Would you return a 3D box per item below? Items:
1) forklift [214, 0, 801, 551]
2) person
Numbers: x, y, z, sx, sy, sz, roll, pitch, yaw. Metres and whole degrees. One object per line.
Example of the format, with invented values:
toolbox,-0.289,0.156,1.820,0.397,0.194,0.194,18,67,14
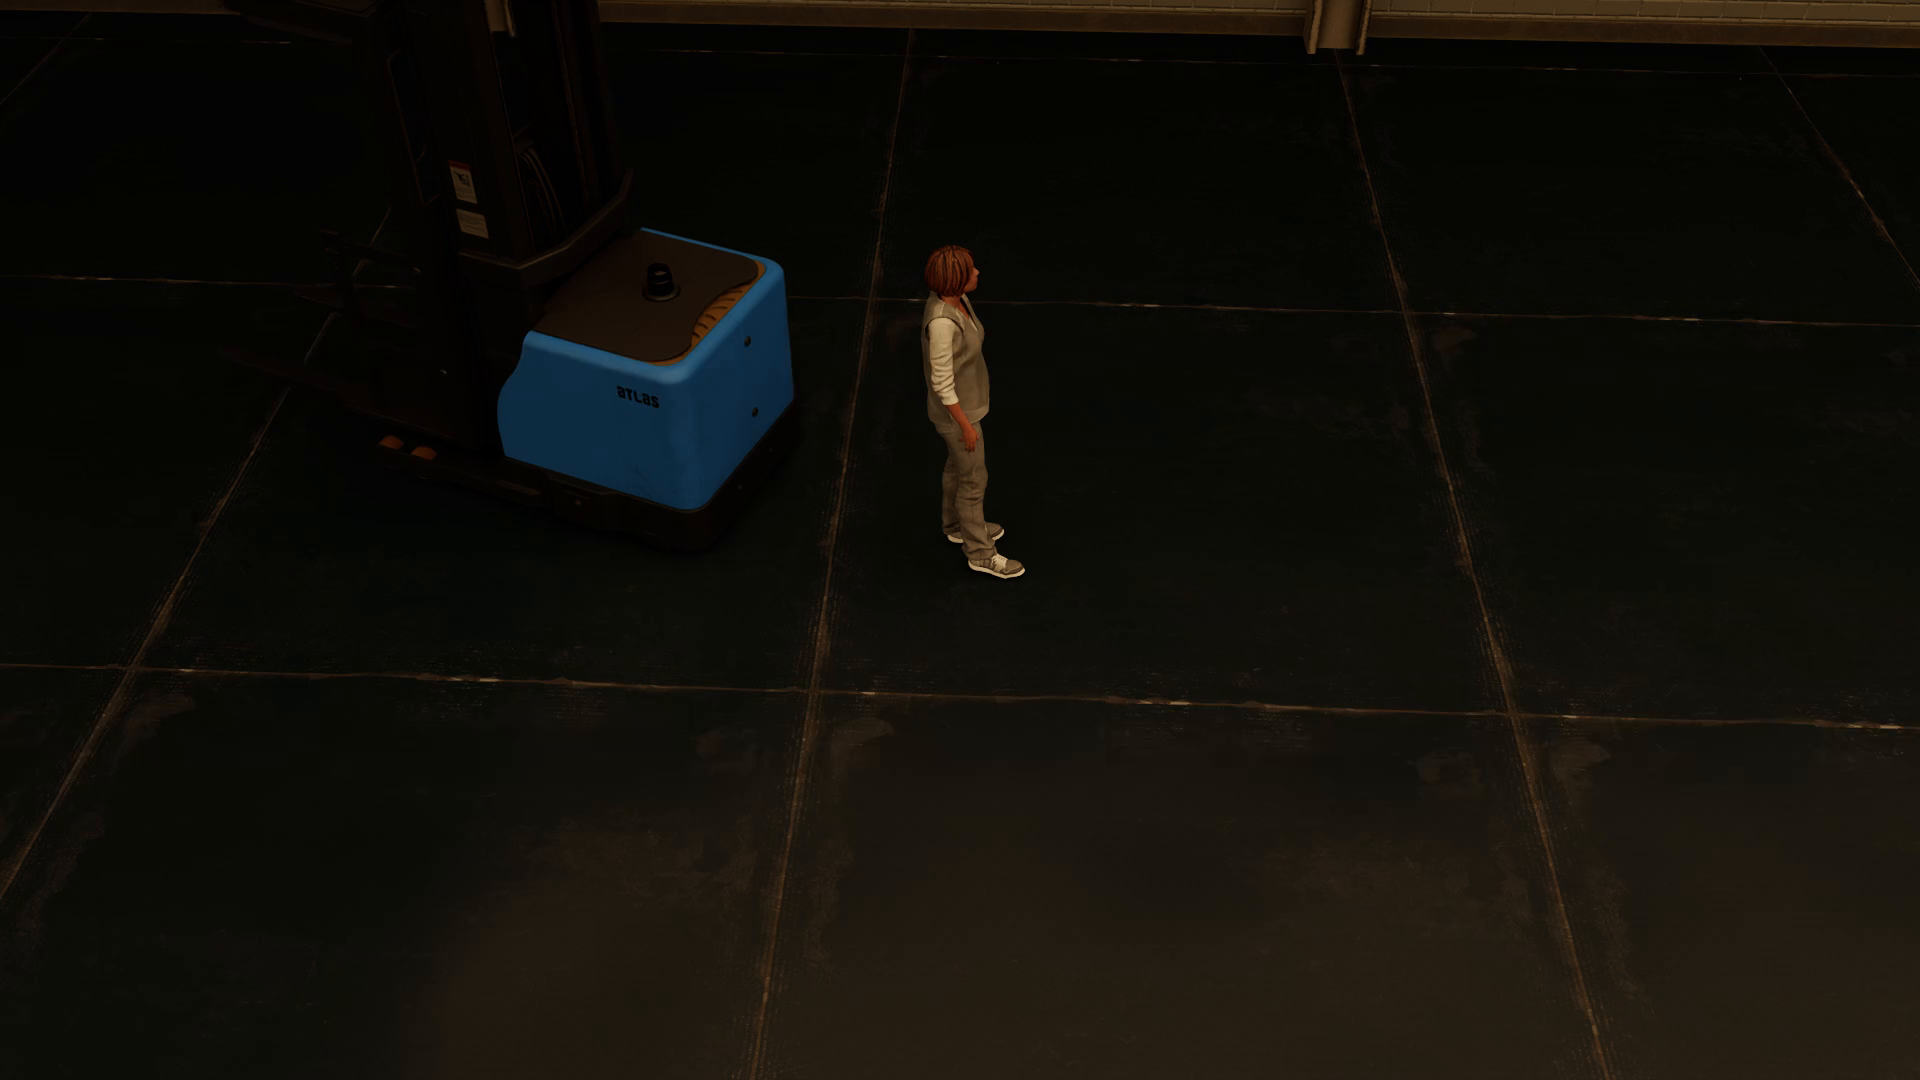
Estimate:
forklift,-2.369,-1.690,7.593,3.031,2.935,1.130,17,45,17
person,0.073,-0.583,7.359,0.474,1.598,0.519,2,42,2
